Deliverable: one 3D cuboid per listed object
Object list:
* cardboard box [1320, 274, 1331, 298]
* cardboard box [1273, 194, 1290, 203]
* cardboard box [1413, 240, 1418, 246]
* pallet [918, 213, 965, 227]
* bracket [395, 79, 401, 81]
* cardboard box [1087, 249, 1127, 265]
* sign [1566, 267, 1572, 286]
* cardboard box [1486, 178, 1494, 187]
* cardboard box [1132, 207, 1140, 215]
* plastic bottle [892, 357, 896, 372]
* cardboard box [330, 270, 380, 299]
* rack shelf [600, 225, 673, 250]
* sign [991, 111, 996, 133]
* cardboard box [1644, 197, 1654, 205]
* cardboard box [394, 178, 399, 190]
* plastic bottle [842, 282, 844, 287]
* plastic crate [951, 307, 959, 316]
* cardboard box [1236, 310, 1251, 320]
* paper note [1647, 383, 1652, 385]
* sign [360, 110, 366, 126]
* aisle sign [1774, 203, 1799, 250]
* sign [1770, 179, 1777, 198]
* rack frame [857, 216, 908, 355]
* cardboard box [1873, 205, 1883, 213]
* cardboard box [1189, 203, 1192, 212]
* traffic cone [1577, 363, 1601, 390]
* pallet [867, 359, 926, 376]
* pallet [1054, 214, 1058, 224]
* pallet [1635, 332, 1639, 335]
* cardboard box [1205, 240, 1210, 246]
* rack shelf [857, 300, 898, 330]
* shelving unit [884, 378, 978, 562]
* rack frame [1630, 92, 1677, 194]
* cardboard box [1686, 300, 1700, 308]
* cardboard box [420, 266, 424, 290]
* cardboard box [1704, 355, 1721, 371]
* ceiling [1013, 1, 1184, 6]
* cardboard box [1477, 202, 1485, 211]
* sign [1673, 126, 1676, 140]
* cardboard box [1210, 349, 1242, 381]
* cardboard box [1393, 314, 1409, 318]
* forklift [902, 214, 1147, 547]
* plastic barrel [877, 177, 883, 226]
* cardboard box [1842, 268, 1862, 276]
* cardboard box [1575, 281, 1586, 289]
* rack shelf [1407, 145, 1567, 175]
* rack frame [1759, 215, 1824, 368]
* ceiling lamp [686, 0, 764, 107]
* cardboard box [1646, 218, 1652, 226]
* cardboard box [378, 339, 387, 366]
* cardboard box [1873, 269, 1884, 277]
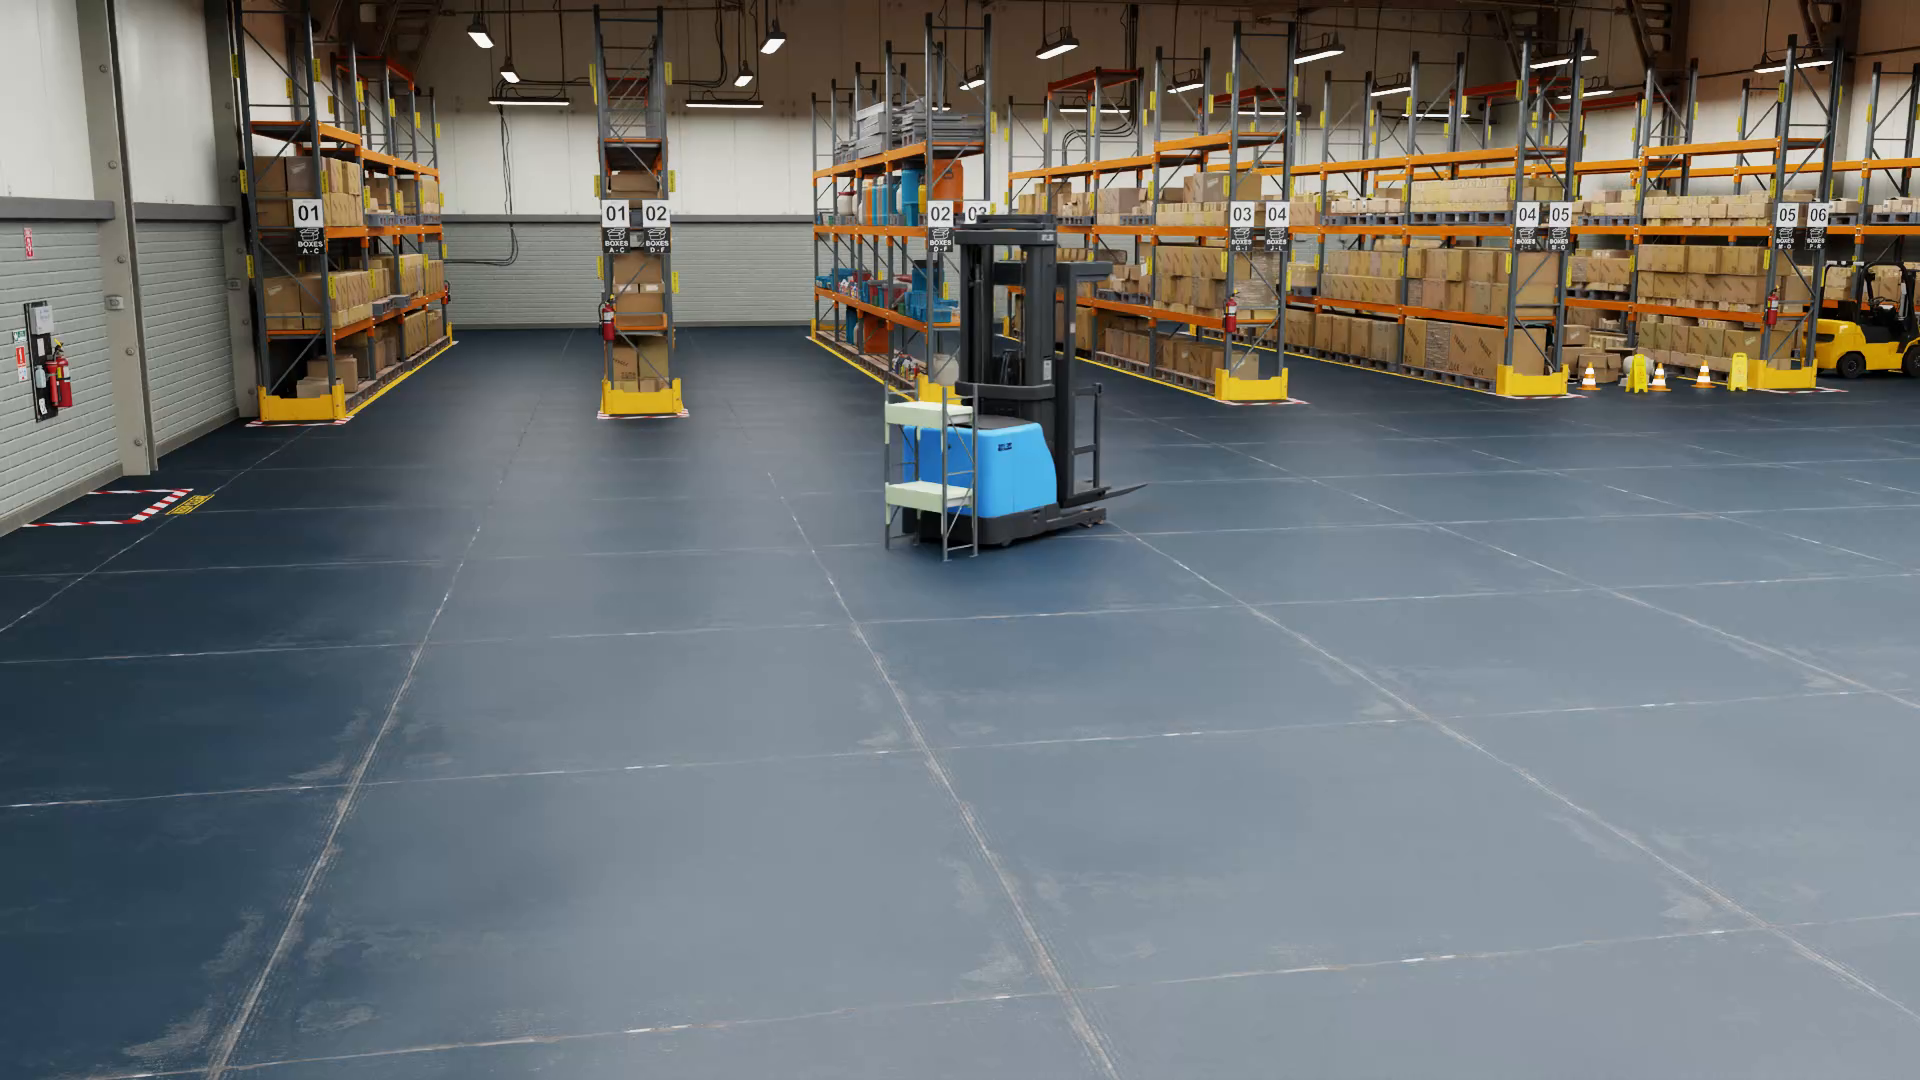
[{"bbox_3d":[7.985,-5.387,35.264,0.500,0.500,0.500,-2,11,-10],"label":"cardboard box"},{"bbox_3d":[7.556,-7.606,37.769,0.797,0.503,0.637,-2,11,-12],"label":"cardboard box"},{"bbox_3d":[11.662,-7.503,41.972,0.380,0.149,0.250,-2,11,-12],"label":"cardboard box"},{"bbox_3d":[-0.090,-5.157,26.805,1.003,0.211,1.213,-2,11,-11],"label":"pallet"},{"bbox_3d":[-13.295,-10.835,38.485,0.076,0.066,4.783,-2,11,-11],"label":"bracket"},{"bbox_3d":[3.151,-5.945,35.512,0.797,0.503,0.637,-2,11,-9],"label":"cardboard box"},{"bbox_3d":[10.264,-4.446,28.061,0.100,0.325,0.005,-2,11,-11],"label":"sign"},{"bbox_3d":[9.223,-6.103,28.416,0.380,0.149,0.250,-2,11,-10],"label":"cardboard box"},{"bbox_3d":[3.593,-6.440,32.543,0.380,0.166,0.250,-2,11,-13],"label":"cardboard box"},{"bbox_3d":[-1.171,-3.156,29.930,0.097,0.271,0.097,0,11,0],"label":"plastic bottle"},{"bbox_3d":[-10.847,-4.577,29.829,0.700,0.500,0.500,-1,11,-3],"label":"cardboard box"},{"bbox_3d":[-5.273,-4.929,27.023,1.077,0.370,4.000,-2,11,-11],"label":"rack shelf"},{"bbox_3d":[0.516,-6.485,25.812,0.100,0.325,0.005,-2,11,-11],"label":"sign"},{"bbox_3d":[13.517,-6.567,32.249,0.380,0.149,0.250,-2,11,-12],"label":"cardboard box"},{"bbox_3d":[-12.441,-7.605,36.166,0.500,0.500,0.500,-2,11,-11],"label":"cardboard box"},{"bbox_3d":[-2.576,-5.571,36.839,0.097,0.271,0.097,0,11,0],"label":"plastic bottle"},{"bbox_3d":[-0.239,-3.937,28.615,0.530,0.136,0.437,-2,11,-11],"label":"plastic crate"},{"bbox_3d":[4.576,-3.723,27.457,0.380,0.149,0.250,-2,11,-11],"label":"cardboard box"},{"bbox_3d":[12.418,-2.804,29.900,0.148,0.019,0.142,-6,13,-31],"label":"paper note"},{"bbox_3d":[-12.626,-8.930,35.177,0.100,0.325,0.005,-2,11,-11],"label":"sign"},{"bbox_3d":[14.282,-5.417,28.734,0.394,0.787,0.004,-2,11,-11],"label":"aisle sign"},{"bbox_3d":[14.006,-6.054,28.642,0.100,0.325,0.005,-2,11,-11],"label":"sign"},{"bbox_3d":[-1.581,-5.088,33.961,1.000,3.000,0.127,-2,11,-11],"label":"rack frame"},{"bbox_3d":[18.434,-6.589,33.102,0.380,0.149,0.250,-2,11,-10],"label":"cardboard box"},{"bbox_3d":[4.191,-5.776,28.886,0.380,0.149,0.250,-2,11,-10],"label":"cardboard box"},{"bbox_3d":[11.008,-2.866,29.069,0.336,0.463,0.334,-2,11,-11],"label":"traffic cone"},{"bbox_3d":[-1.234,-3.352,32.295,1.003,0.211,1.213,-2,11,-11],"label":"pallet"},{"bbox_3d":[2.351,-7.582,39.280,1.003,0.211,1.213,-2,11,-11],"label":"pallet"},{"bbox_3d":[17.284,-5.026,41.091,1.003,0.211,1.213,-2,11,-11],"label":"pallet"},{"bbox_3d":[6.538,-7.400,42.368,0.500,0.500,0.500,-2,11,-9],"label":"cardboard box"},{"bbox_3d":[-1.192,-4.368,32.101,1.077,0.370,4.000,-2,11,-11],"label":"rack shelf"},{"bbox_3d":[-0.257,-0.621,14.501,0.431,1.500,0.755,-10,15,-44],"label":"shelving unit"},{"bbox_3d":[17.088,-9.491,41.046,1.000,3.000,0.127,-2,11,-11],"label":"rack frame"},{"bbox_3d":[13.839,-4.422,31.133,0.380,0.149,0.250,-2,11,-11],"label":"cardboard box"},{"bbox_3d":[-11.740,-5.591,35.487,0.500,0.500,0.500,-2,11,-12],"label":"cardboard box"},{"bbox_3d":[14.040,-3.251,30.538,0.500,0.250,0.500,-2,11,-11],"label":"cardboard box"},{"bbox_3d":[4.590,-14.724,44.477,6.000,0.001,6.000,-2,11,-11],"label":"ceiling"},{"bbox_3d":[9.174,-5.757,28.733,0.380,0.149,0.250,-2,11,-10],"label":"cardboard box"},{"bbox_3d":[17.632,-10.049,41.056,0.100,0.325,0.005,-2,11,-11],"label":"sign"},{"bbox_3d":[4.579,-3.003,28.567,0.500,0.500,0.500,1,11,4],"label":"cardboard box"},{"bbox_3d":[11.855,-5.759,43.213,0.875,0.438,0.875,-2,11,-9],"label":"cardboard box"},{"bbox_3d":[0.754,-1.606,15.849,1.130,2.935,3.031,8,13,36],"label":"forklift"},{"bbox_3d":[-1.242,-6.280,30.858,0.600,0.901,0.600,0,11,0],"label":"plastic barrel"},{"bbox_3d":[18.360,-5.499,34.115,0.380,0.149,0.250,-2,11,-9],"label":"cardboard box"},{"bbox_3d":[13.146,-5.347,34.870,0.380,0.149,0.250,-2,11,-9],"label":"cardboard box"},{"bbox_3d":[9.329,-6.727,29.520,1.077,0.370,4.000,-2,11,-11],"label":"rack shelf"},{"bbox_3d":[14.554,-4.162,29.092,1.000,3.000,0.127,-2,11,-11],"label":"rack frame"},{"bbox_3d":[-6.064,-12.773,42.681,2.000,3.185,0.800,-2,11,-11],"label":"ceiling lamp"},{"bbox_3d":[13.594,-6.179,32.339,0.380,0.149,0.250,-2,11,-12],"label":"cardboard box"},{"bbox_3d":[-11.121,-3.487,31.058,0.700,0.500,0.500,-2,11,-11],"label":"cardboard box"},{"bbox_3d":[18.500,-5.329,33.222,0.380,0.149,0.250,-2,11,-10],"label":"cardboard box"}]
